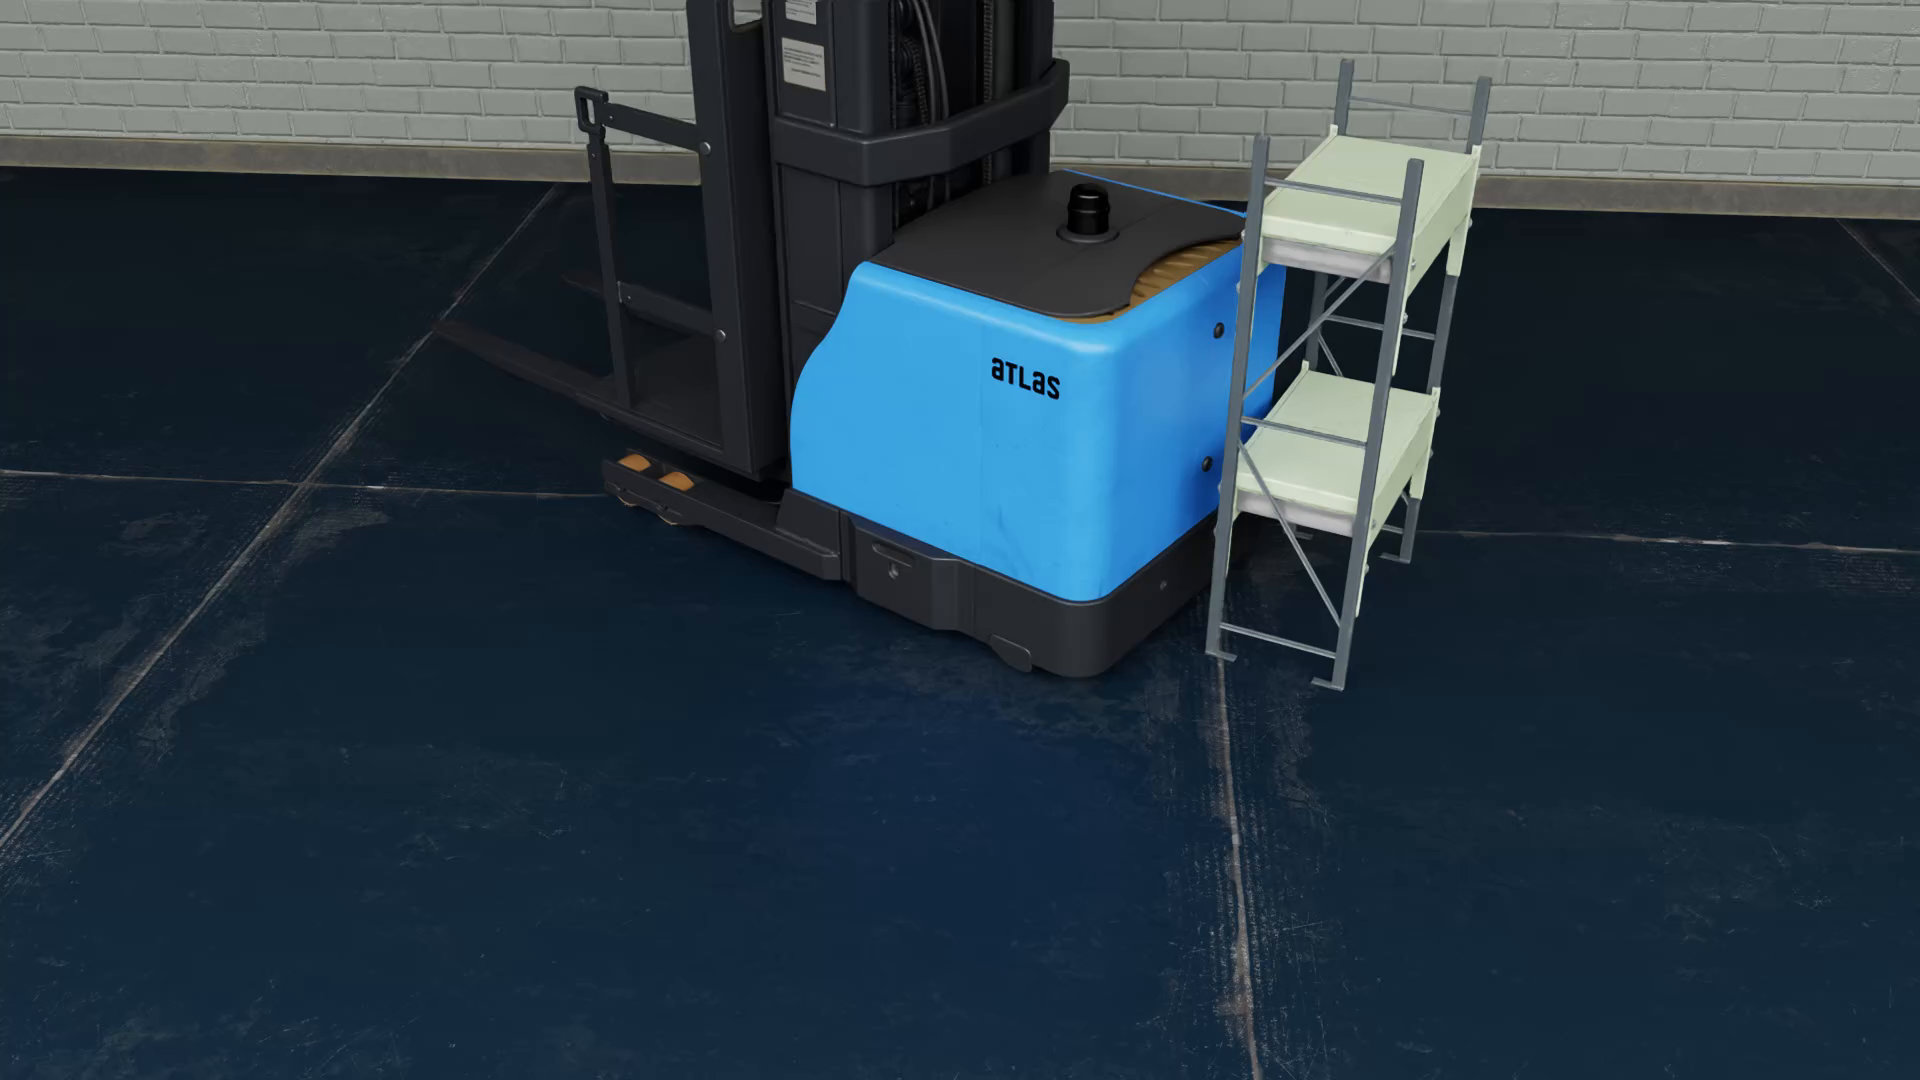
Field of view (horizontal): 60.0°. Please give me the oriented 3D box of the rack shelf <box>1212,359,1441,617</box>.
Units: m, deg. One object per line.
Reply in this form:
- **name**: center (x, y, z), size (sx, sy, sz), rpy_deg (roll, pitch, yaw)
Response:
- **rack shelf**: center (1.045, -0.167, 4.712), size (0.431, 0.370, 0.720), rpy_deg (15, 35, 23)

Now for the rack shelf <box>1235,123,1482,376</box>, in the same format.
- **rack shelf**: center (1.046, -0.776, 4.336), size (0.431, 0.370, 0.720), rpy_deg (15, 35, 23)

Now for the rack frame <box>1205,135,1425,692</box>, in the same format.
- **rack frame**: center (0.879, -0.273, 4.263), size (0.400, 1.500, 0.023), rpy_deg (15, 35, 23)

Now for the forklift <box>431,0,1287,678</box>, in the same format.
- **forklift**: center (-0.539, -1.493, 4.879), size (3.031, 2.935, 1.130), rpy_deg (22, 38, 31)

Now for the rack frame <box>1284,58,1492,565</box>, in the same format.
- **rack frame**: center (1.212, -0.615, 4.818), size (0.400, 1.500, 0.023), rpy_deg (15, 35, 23)

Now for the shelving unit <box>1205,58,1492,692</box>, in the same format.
- **shelving unit**: center (1.045, -0.444, 4.541), size (0.431, 1.500, 0.755), rpy_deg (15, 35, 23)
